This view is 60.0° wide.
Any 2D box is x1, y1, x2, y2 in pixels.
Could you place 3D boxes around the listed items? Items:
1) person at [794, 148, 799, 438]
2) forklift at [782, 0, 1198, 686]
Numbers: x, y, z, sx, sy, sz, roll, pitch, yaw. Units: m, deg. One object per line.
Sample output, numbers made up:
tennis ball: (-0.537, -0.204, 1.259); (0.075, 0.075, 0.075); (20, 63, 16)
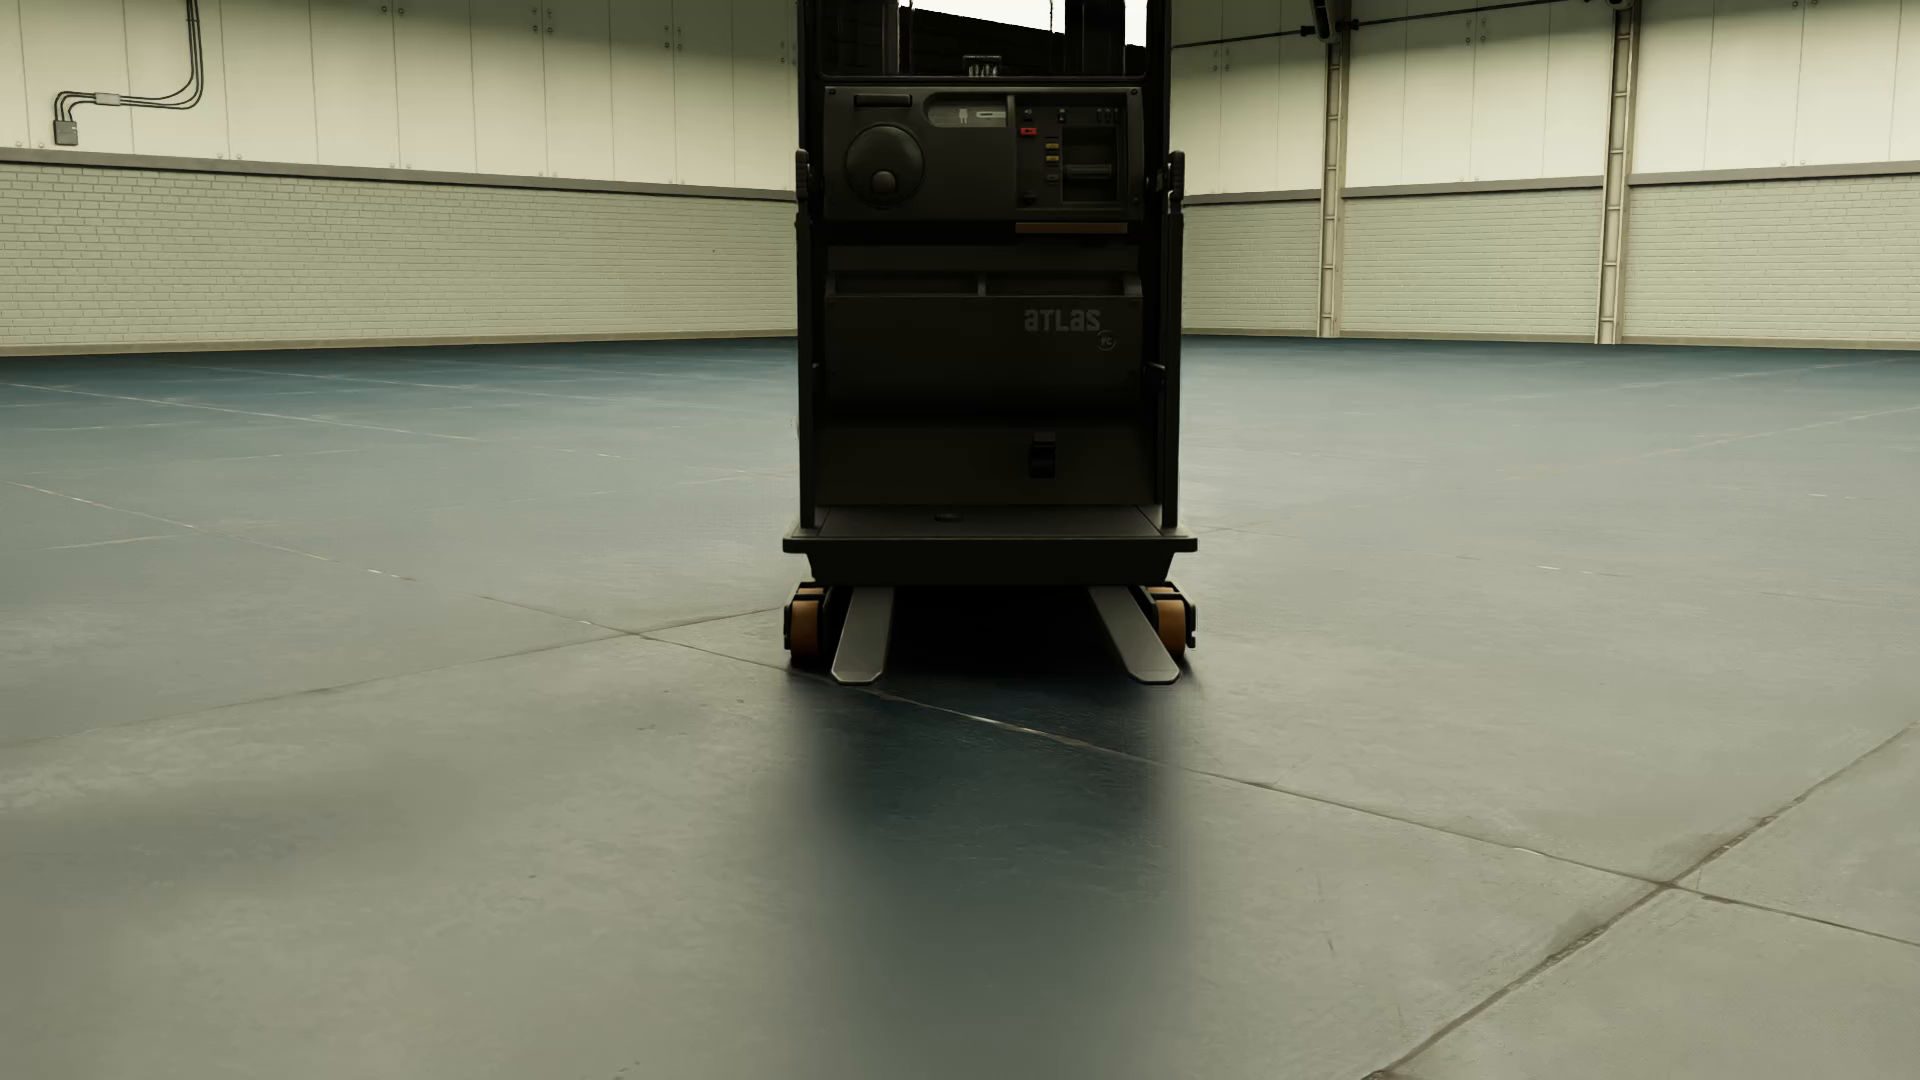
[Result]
person: (-0.200, -0.847, 7.008); (0.911, 1.583, 0.727); (-8, 12, -42)
forklift: (0.074, -1.169, 4.639); (1.130, 2.935, 3.031); (0, 9, -1)
